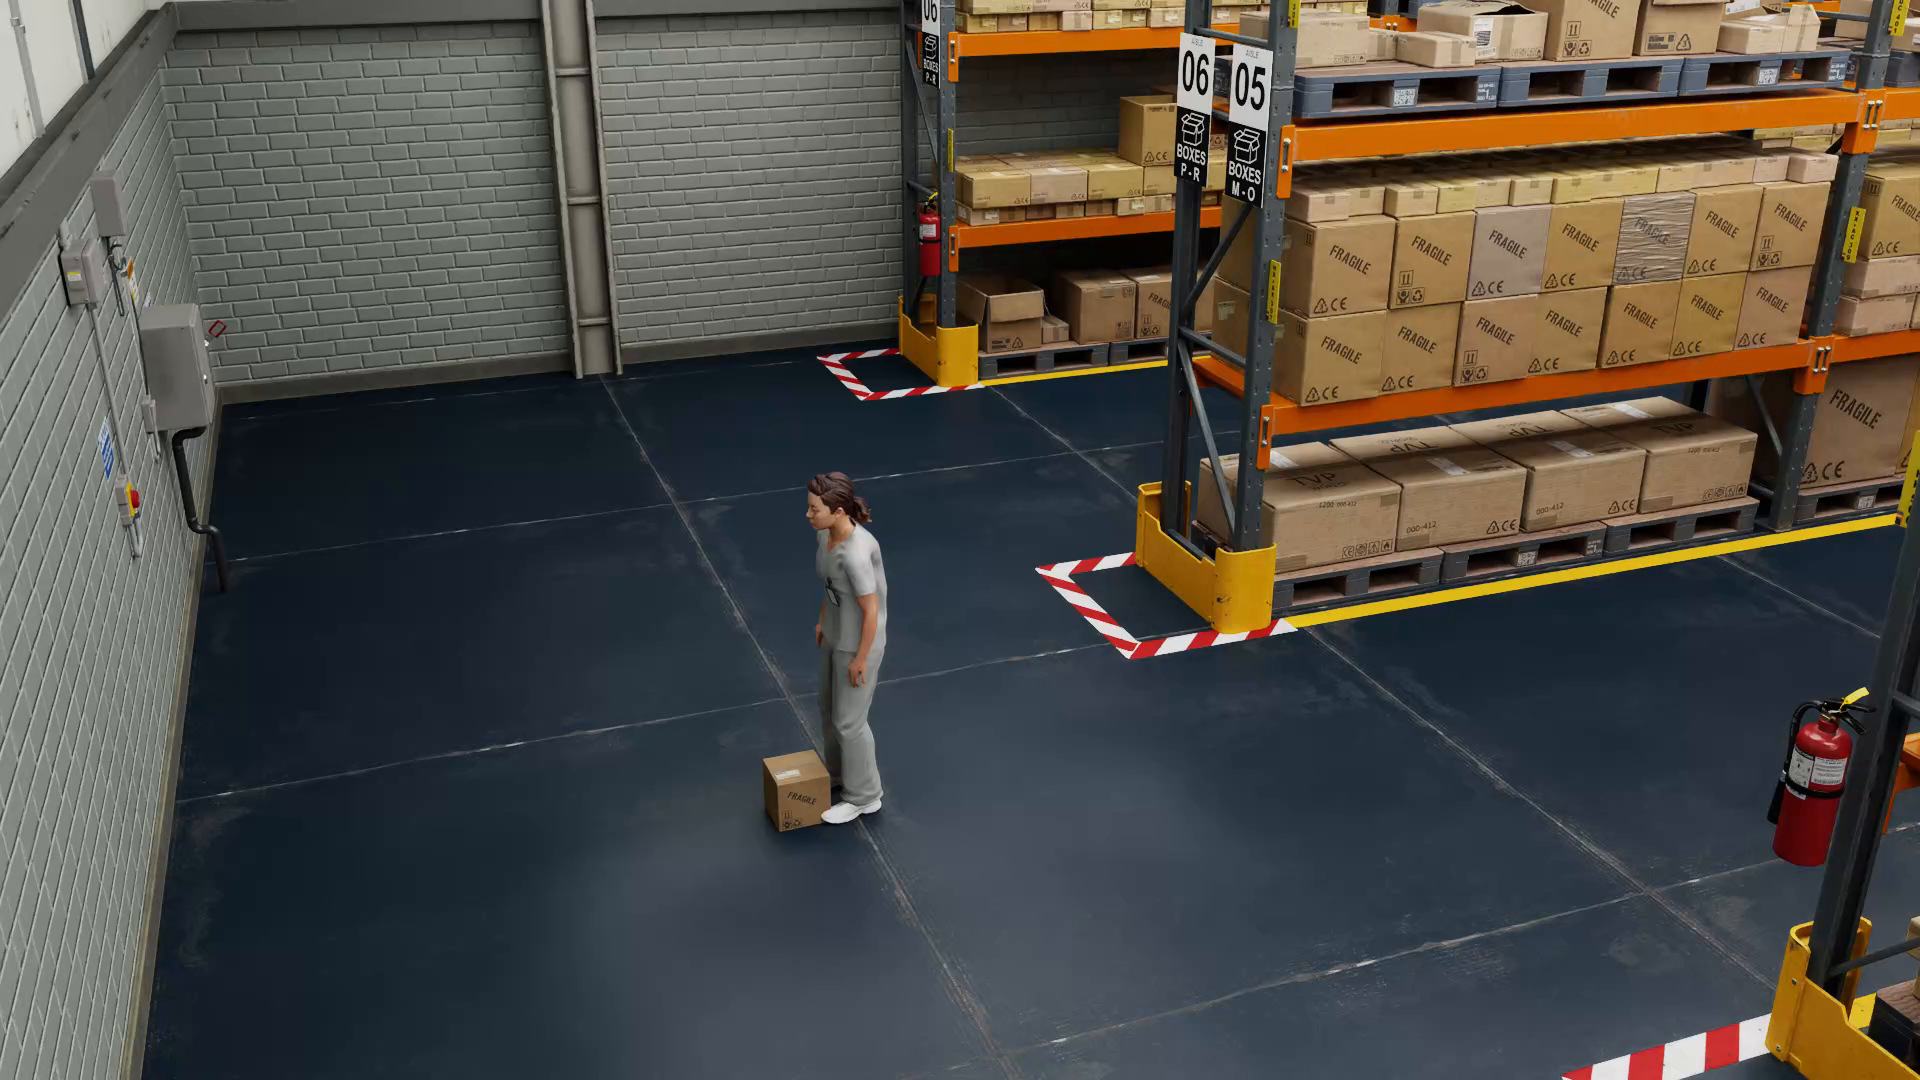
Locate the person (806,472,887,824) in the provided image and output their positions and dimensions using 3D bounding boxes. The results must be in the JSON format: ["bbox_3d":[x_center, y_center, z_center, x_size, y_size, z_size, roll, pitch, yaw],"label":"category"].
[{"bbox_3d":[-0.522,0.463,7.486,0.362,1.671,0.513,-10,25,-22],"label":"person"}]
